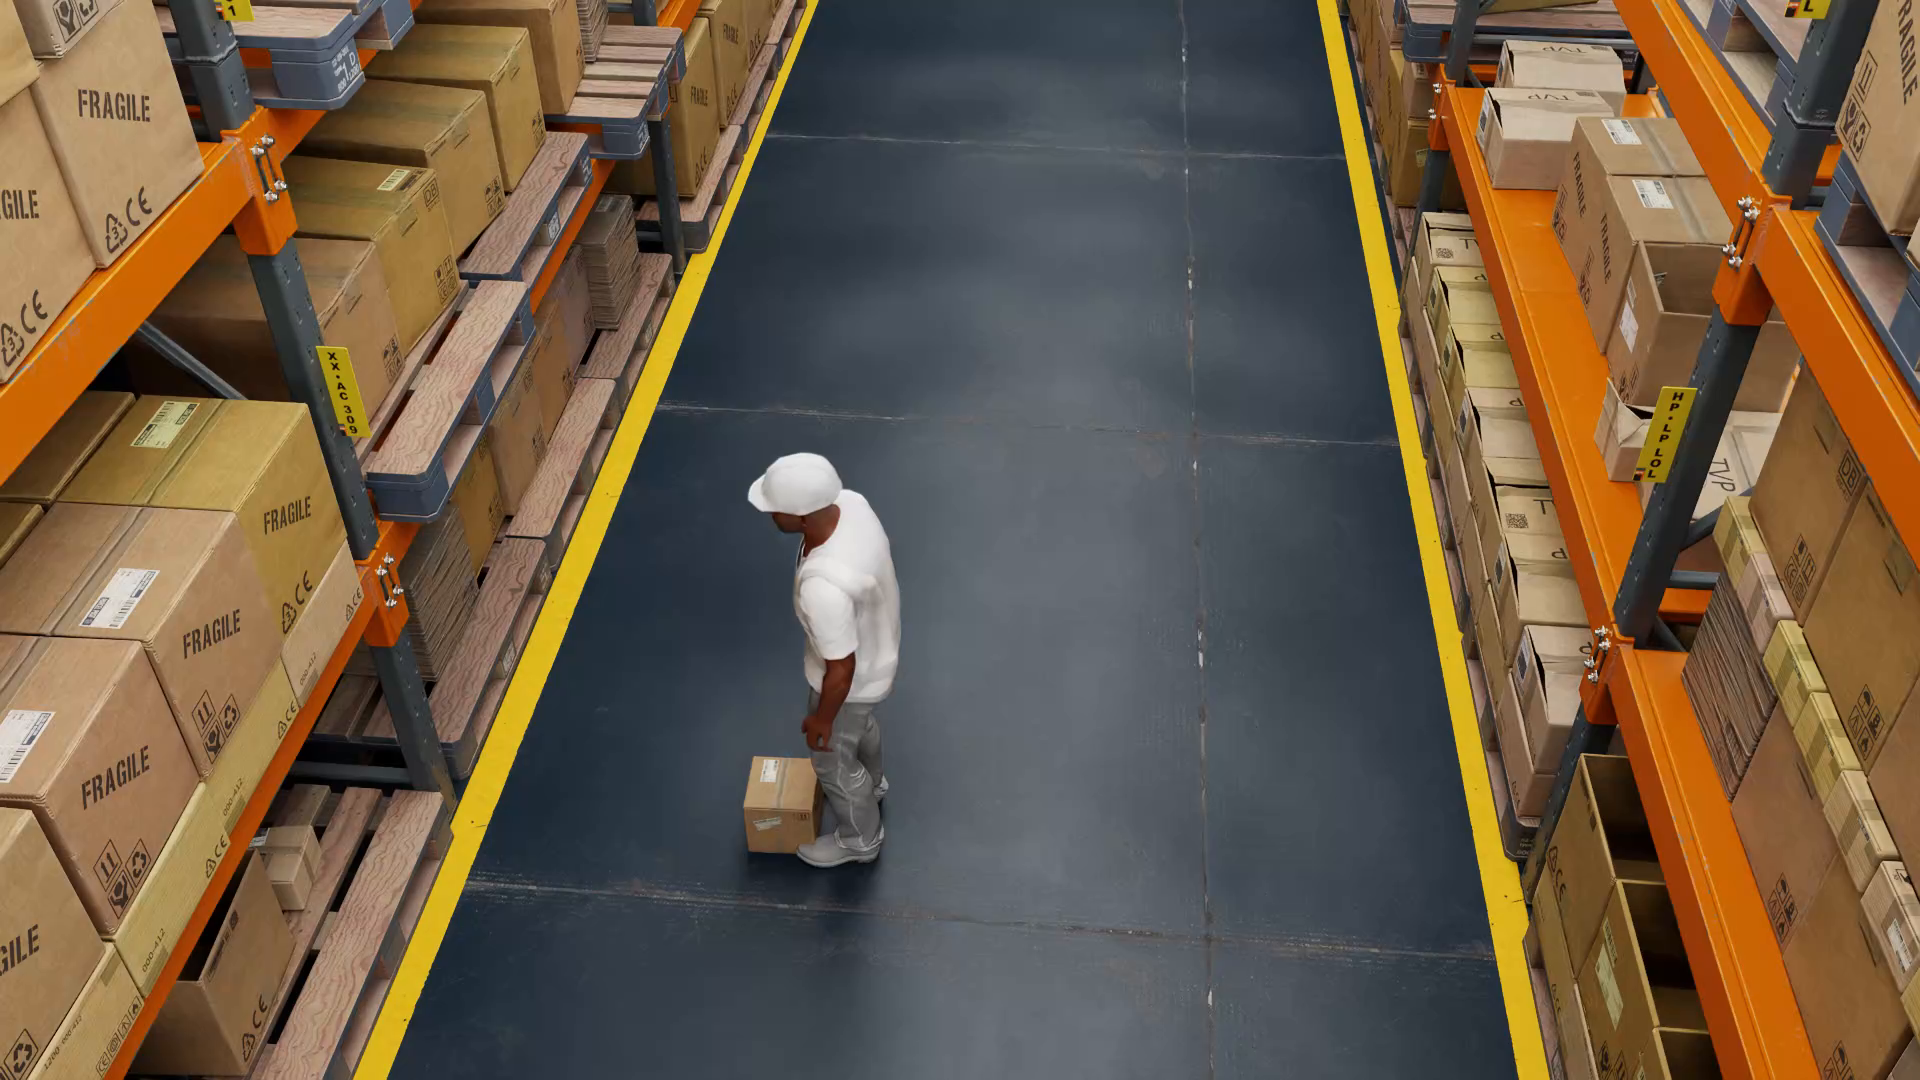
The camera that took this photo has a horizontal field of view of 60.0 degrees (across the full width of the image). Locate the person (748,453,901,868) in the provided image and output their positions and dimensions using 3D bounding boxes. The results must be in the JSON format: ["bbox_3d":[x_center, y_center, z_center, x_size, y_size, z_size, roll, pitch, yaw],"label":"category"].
[{"bbox_3d":[-0.427,0.410,5.650,0.460,1.761,0.637,2,40,3],"label":"person"}]
